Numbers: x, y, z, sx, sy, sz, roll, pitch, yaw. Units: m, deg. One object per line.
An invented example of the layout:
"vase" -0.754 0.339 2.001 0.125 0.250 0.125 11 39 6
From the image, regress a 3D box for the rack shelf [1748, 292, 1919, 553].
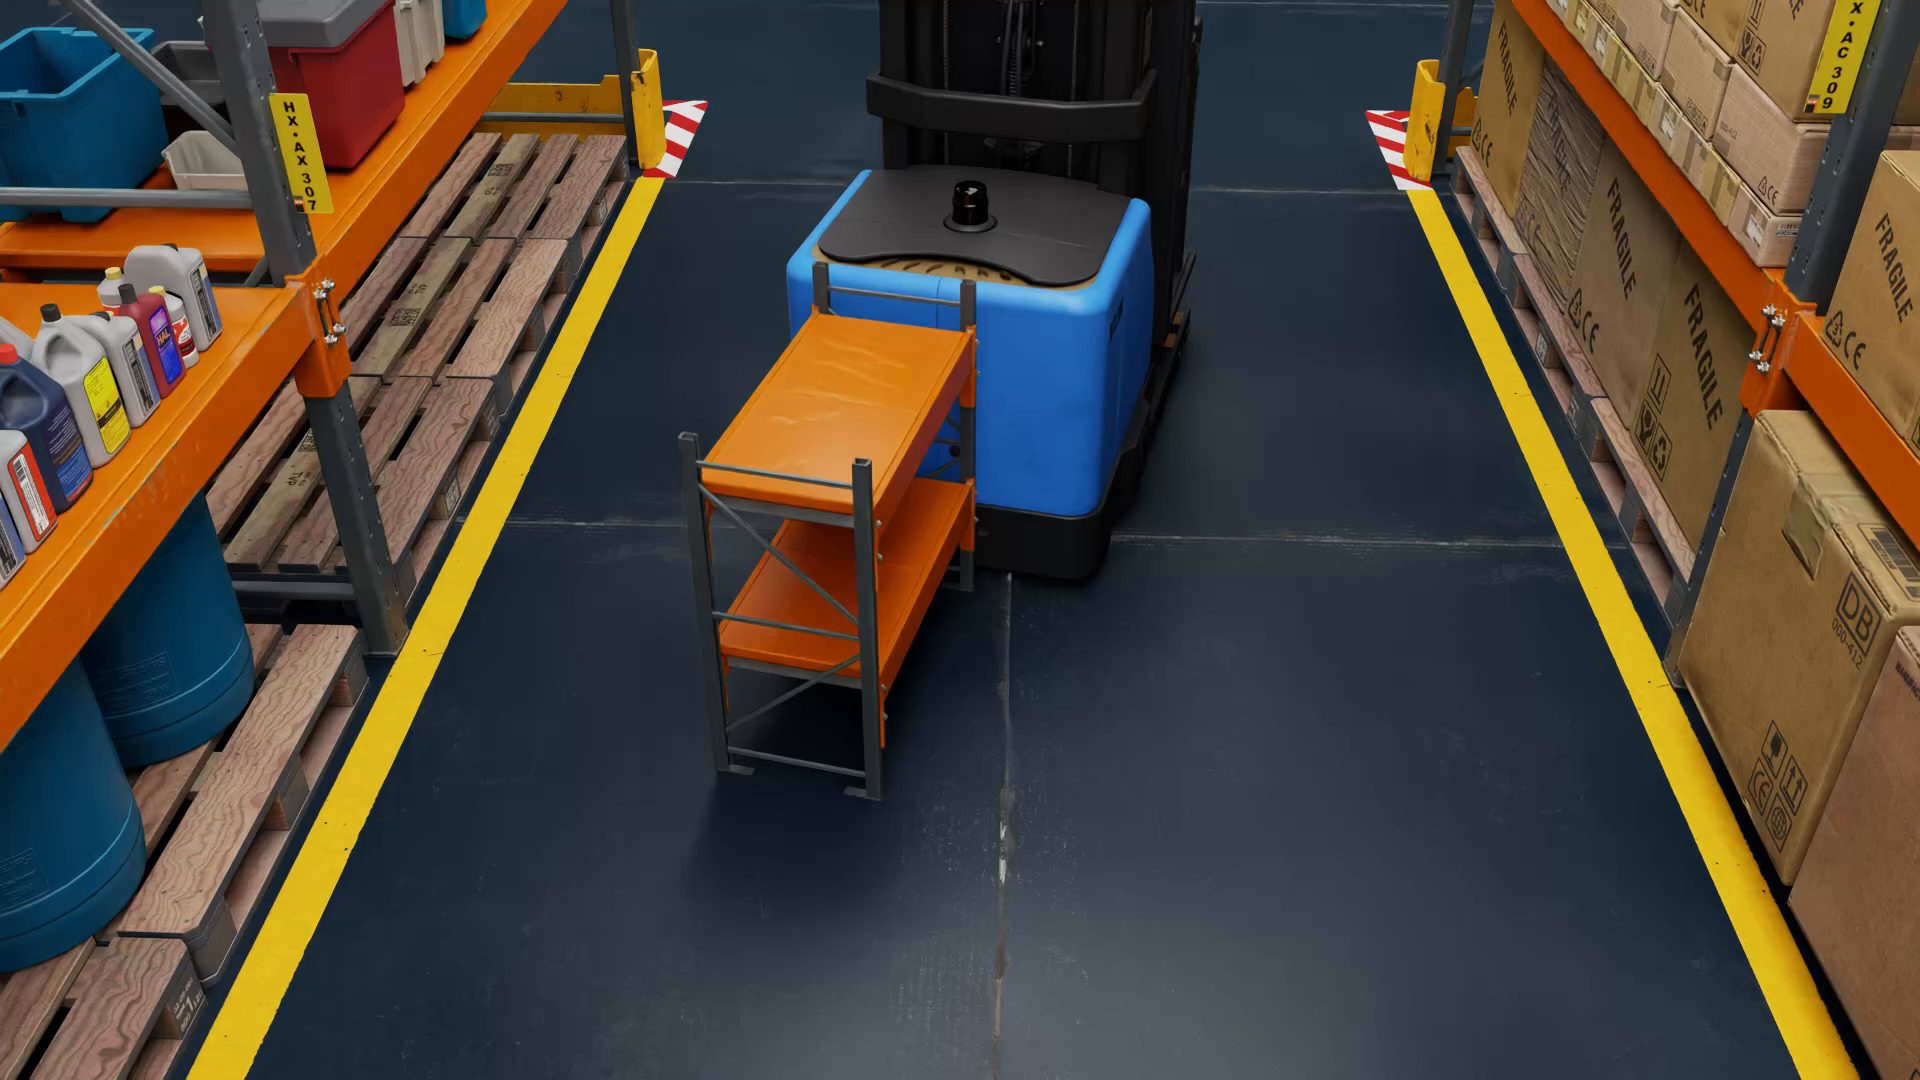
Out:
"rack shelf" 2.606 0.654 2.836 1.077 0.370 4.000 1 35 2

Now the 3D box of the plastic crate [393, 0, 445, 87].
"plastic crate" -2.017 -1.752 5.686 0.437 0.282 0.530 1 35 2

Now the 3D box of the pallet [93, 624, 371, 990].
"pallet" -2.335 0.680 4.599 1.003 0.211 1.213 1 35 2

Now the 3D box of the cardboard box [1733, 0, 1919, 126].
"cardboard box" 2.438 -1.426 4.390 0.500 0.500 0.500 2 35 3

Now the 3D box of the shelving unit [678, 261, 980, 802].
"shelving unit" -0.329 -0.048 4.841 0.538 1.125 1.048 9 36 12

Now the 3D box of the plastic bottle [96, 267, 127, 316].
"plastic bottle" -2.081 -0.580 4.140 0.097 0.201 0.097 0 35 0

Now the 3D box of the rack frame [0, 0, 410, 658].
"rack frame" -2.262 -0.903 4.427 1.000 3.000 0.127 1 35 2

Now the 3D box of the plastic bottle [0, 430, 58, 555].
"plastic bottle" -1.990 -0.119 3.419 0.152 0.276 0.135 1 35 2

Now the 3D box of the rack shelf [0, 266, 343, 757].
"rack shelf" -2.343 0.540 2.998 1.077 0.370 4.000 1 35 2

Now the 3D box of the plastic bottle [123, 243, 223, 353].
"plastic bottle" -1.955 -0.619 4.129 0.152 0.276 0.135 1 35 2

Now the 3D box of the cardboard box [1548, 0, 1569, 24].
"cardboard box" 2.454 -2.049 6.275 0.380 0.149 0.250 1 35 1

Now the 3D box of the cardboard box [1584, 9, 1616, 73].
"cardboard box" 2.434 -1.753 5.855 0.380 0.149 0.250 2 35 3

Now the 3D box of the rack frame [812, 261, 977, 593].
"rack frame" -0.196 -0.331 5.242 0.500 1.125 0.032 9 36 12

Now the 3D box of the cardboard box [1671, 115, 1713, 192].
"cardboard box" 2.392 -1.164 5.016 0.380 0.149 0.250 1 35 1

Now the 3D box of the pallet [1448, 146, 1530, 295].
"pallet" 2.893 -1.485 7.679 1.003 0.211 1.213 1 35 2

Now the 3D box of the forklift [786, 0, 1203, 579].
"forklift" 0.324 -1.917 5.928 1.130 2.935 3.031 9 36 12

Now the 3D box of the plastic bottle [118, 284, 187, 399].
"plastic bottle" -1.919 -0.488 3.937 0.061 0.283 0.133 1 35 2

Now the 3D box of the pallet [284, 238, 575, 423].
"pallet" -2.225 -0.889 6.831 1.003 0.211 1.213 1 35 2

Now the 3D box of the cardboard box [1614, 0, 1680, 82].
"cardboard box" 2.481 -1.700 5.431 0.500 0.250 0.500 2 35 3

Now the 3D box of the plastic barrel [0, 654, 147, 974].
"plastic barrel" -2.330 0.502 3.886 0.600 0.901 0.708 1 35 2

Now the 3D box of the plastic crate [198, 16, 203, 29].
"plastic crate" -2.493 -1.827 5.919 0.293 0.136 0.466 1 35 2

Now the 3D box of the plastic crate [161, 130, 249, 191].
"plastic crate" -2.101 -1.084 4.861 0.396 0.136 0.243 1 35 2

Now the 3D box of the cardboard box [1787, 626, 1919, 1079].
"cardboard box" 2.646 0.790 3.500 1.225 0.875 0.875 0 35 0

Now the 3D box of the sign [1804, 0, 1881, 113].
"sign" 2.132 -1.187 4.009 0.100 0.325 0.005 1 35 2

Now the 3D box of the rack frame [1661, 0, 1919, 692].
"rack frame" 2.687 -0.789 4.264 1.000 3.000 0.127 1 35 2

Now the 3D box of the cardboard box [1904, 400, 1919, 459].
"cardboard box" 2.399 -0.282 3.456 0.500 0.500 0.500 1 35 2

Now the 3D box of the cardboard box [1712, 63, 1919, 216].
"cardboard box" 2.442 -1.109 4.591 0.500 0.250 0.500 1 35 1

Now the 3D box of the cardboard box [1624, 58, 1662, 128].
"cardboard box" 2.412 -1.460 5.437 0.380 0.149 0.250 2 35 3

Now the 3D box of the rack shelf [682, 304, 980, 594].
"rack shelf" -0.329 -0.288 4.672 0.538 0.278 1.000 9 36 12

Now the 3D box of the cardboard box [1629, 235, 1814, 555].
"cardboard box" 2.793 -0.469 5.291 0.875 0.875 0.875 1 35 2

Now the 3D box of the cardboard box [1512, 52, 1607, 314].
"cardboard box" 2.865 -1.497 6.754 0.875 0.875 0.875 1 35 2

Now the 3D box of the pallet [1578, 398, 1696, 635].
"pallet" 2.795 -0.083 5.685 1.003 0.211 1.213 1 35 2

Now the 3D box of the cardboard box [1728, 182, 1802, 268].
"cardboard box" 2.372 -0.869 4.596 0.380 0.149 0.250 2 35 2

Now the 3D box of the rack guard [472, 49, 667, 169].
"rack guard" -2.114 -2.193 8.435 1.175 0.500 0.348 1 35 2

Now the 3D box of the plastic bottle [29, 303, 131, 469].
"plastic bottle" -1.972 -0.347 3.679 0.144 0.351 0.185 1 35 2
